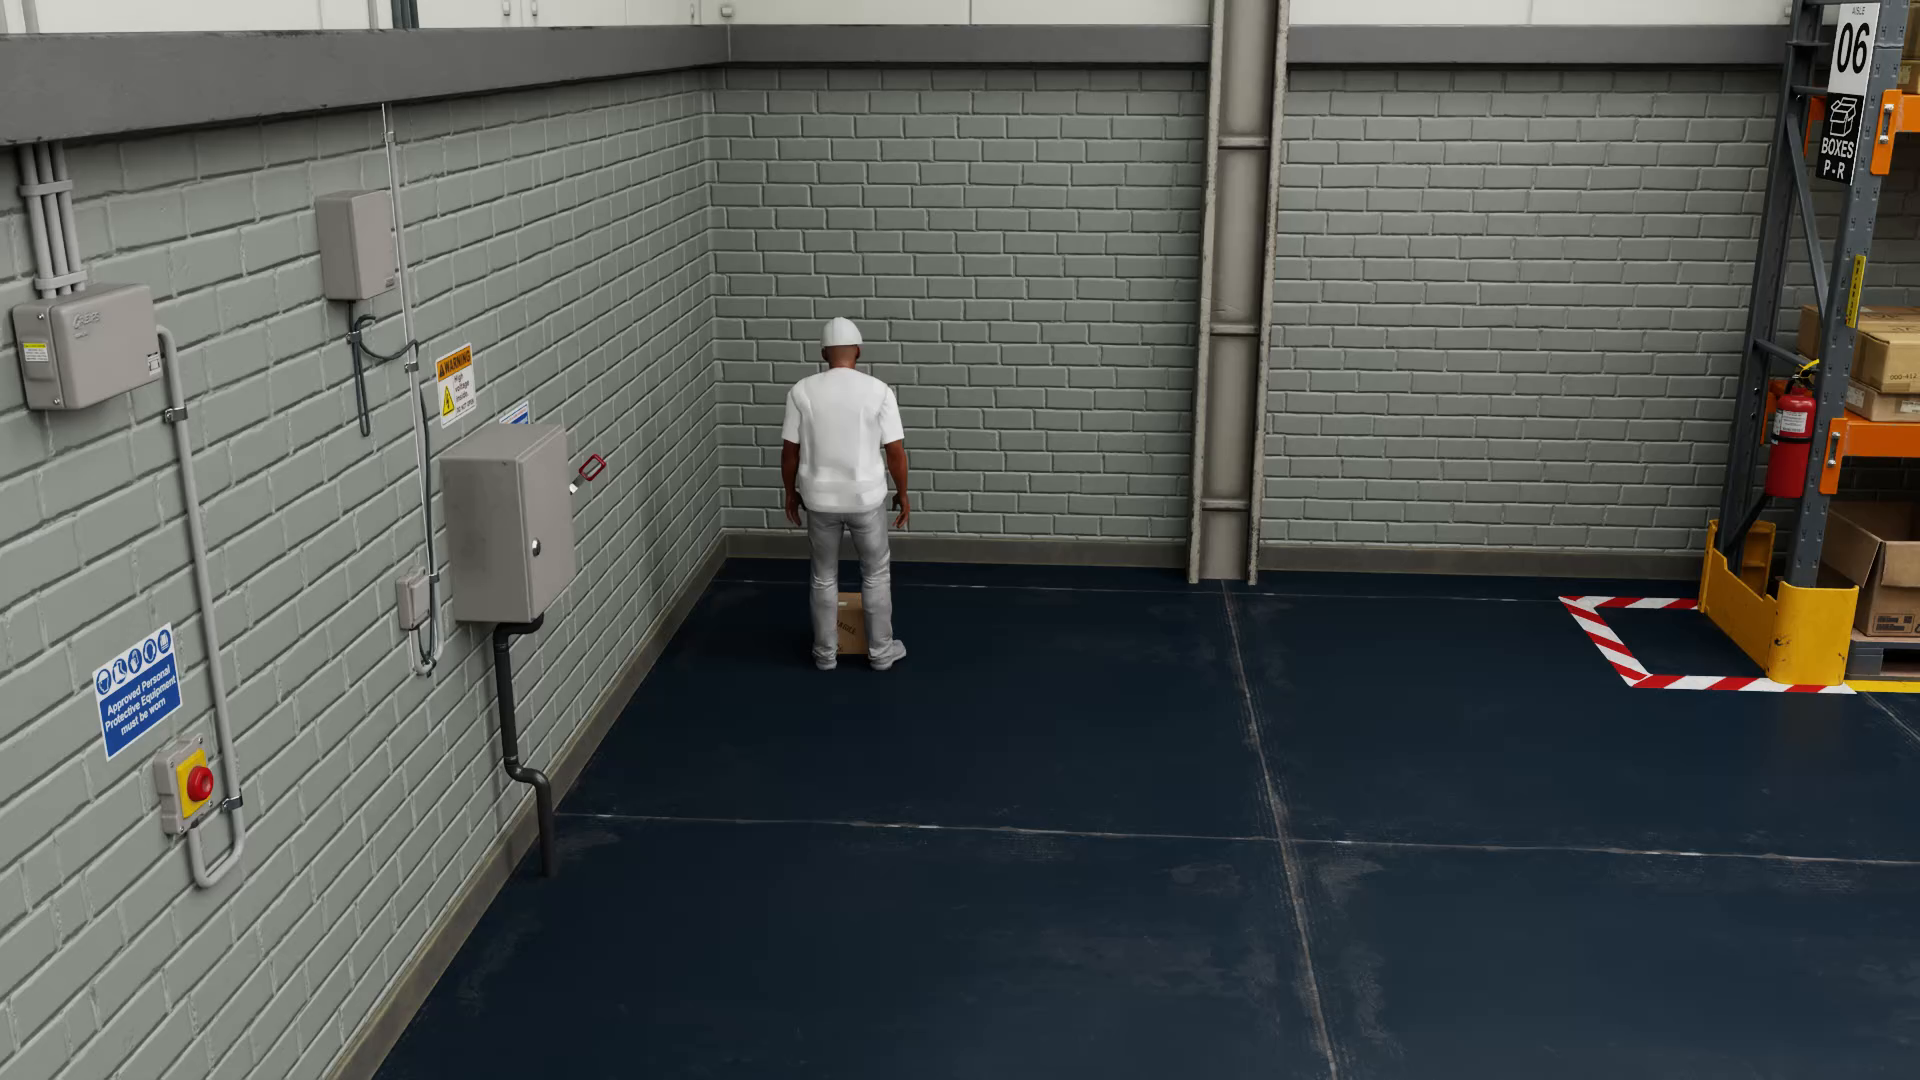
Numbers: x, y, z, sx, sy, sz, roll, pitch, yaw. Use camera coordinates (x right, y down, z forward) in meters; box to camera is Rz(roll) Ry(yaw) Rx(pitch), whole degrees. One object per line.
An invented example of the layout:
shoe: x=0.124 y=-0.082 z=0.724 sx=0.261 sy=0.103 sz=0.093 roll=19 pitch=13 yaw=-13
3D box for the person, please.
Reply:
person: x=-0.562 y=-0.218 z=8.212 sx=0.628 sy=1.761 sz=0.456 roll=1 pitch=17 yaw=4
